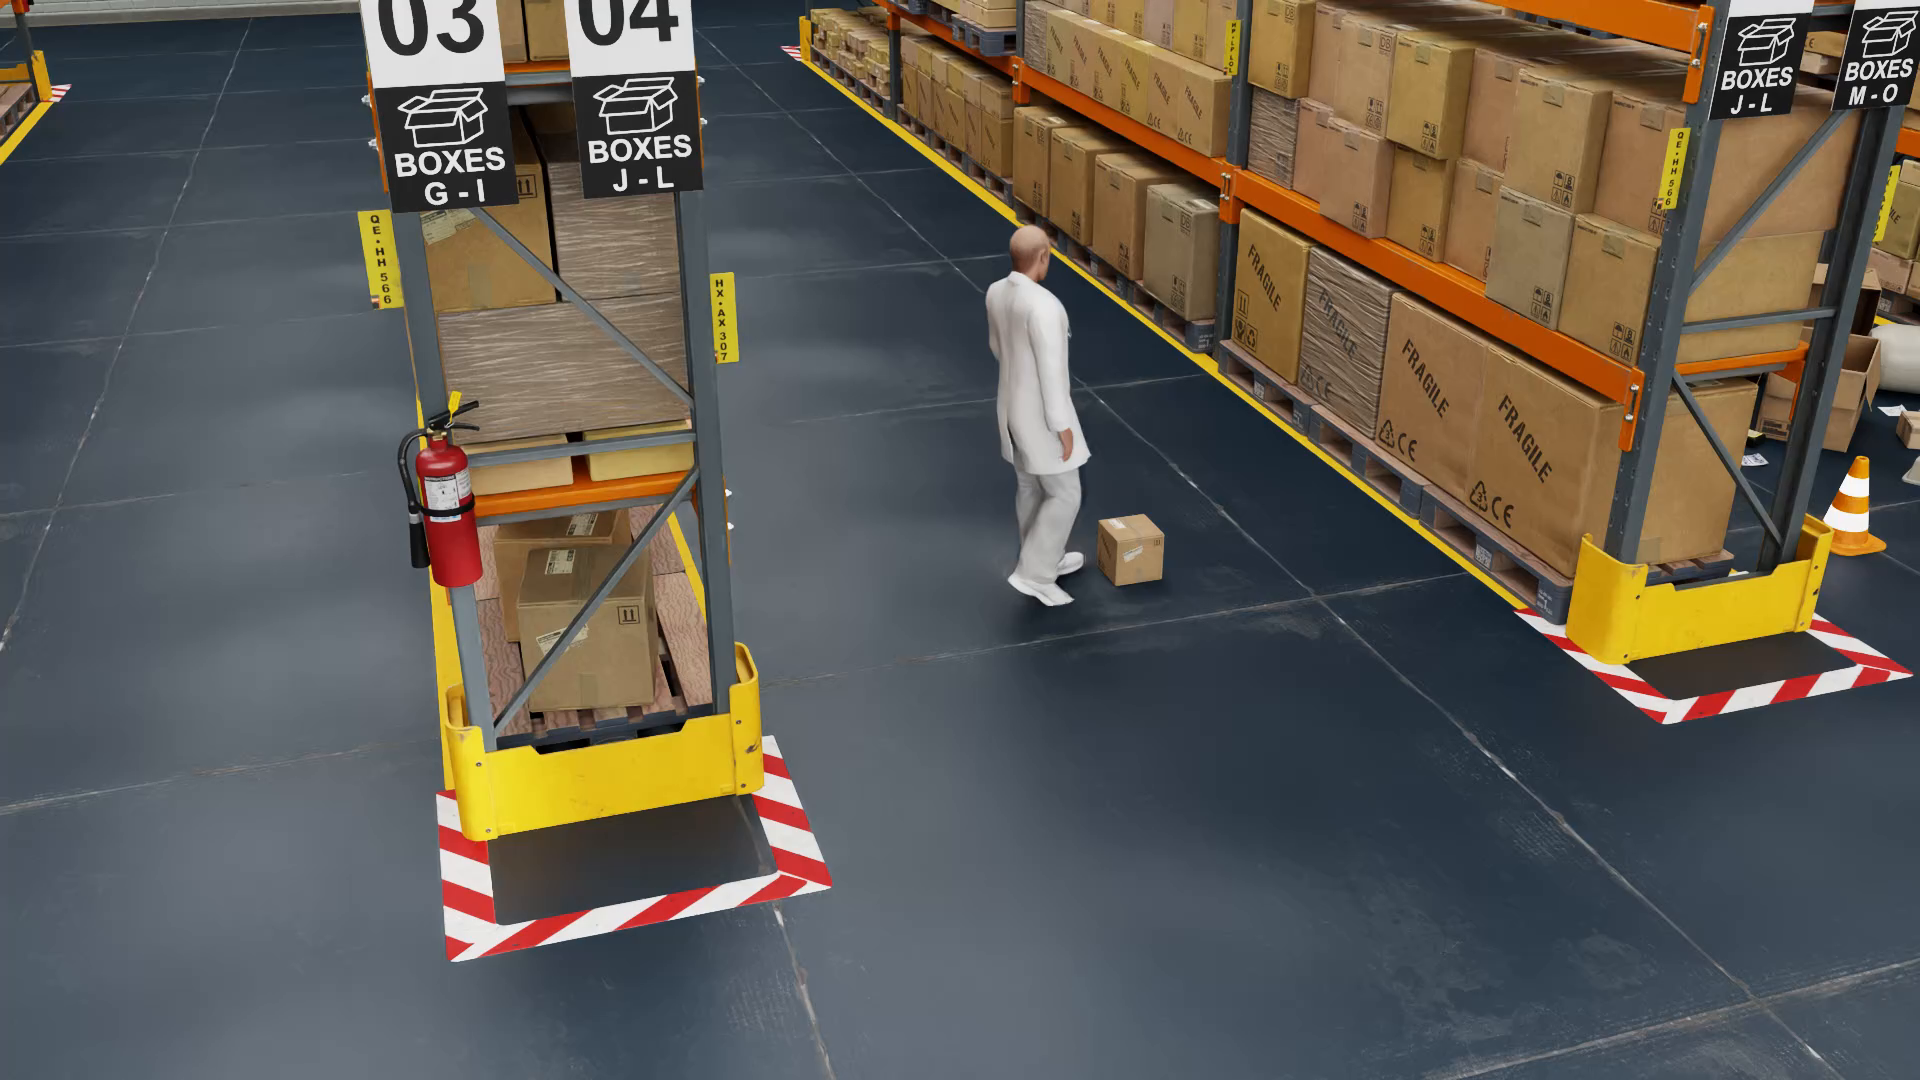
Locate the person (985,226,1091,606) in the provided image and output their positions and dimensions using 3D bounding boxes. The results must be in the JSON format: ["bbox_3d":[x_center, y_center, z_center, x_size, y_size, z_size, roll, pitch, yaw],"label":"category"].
[{"bbox_3d":[0.414,-0.573,7.845,0.522,1.840,0.686,-11,28,-22],"label":"person"}]
